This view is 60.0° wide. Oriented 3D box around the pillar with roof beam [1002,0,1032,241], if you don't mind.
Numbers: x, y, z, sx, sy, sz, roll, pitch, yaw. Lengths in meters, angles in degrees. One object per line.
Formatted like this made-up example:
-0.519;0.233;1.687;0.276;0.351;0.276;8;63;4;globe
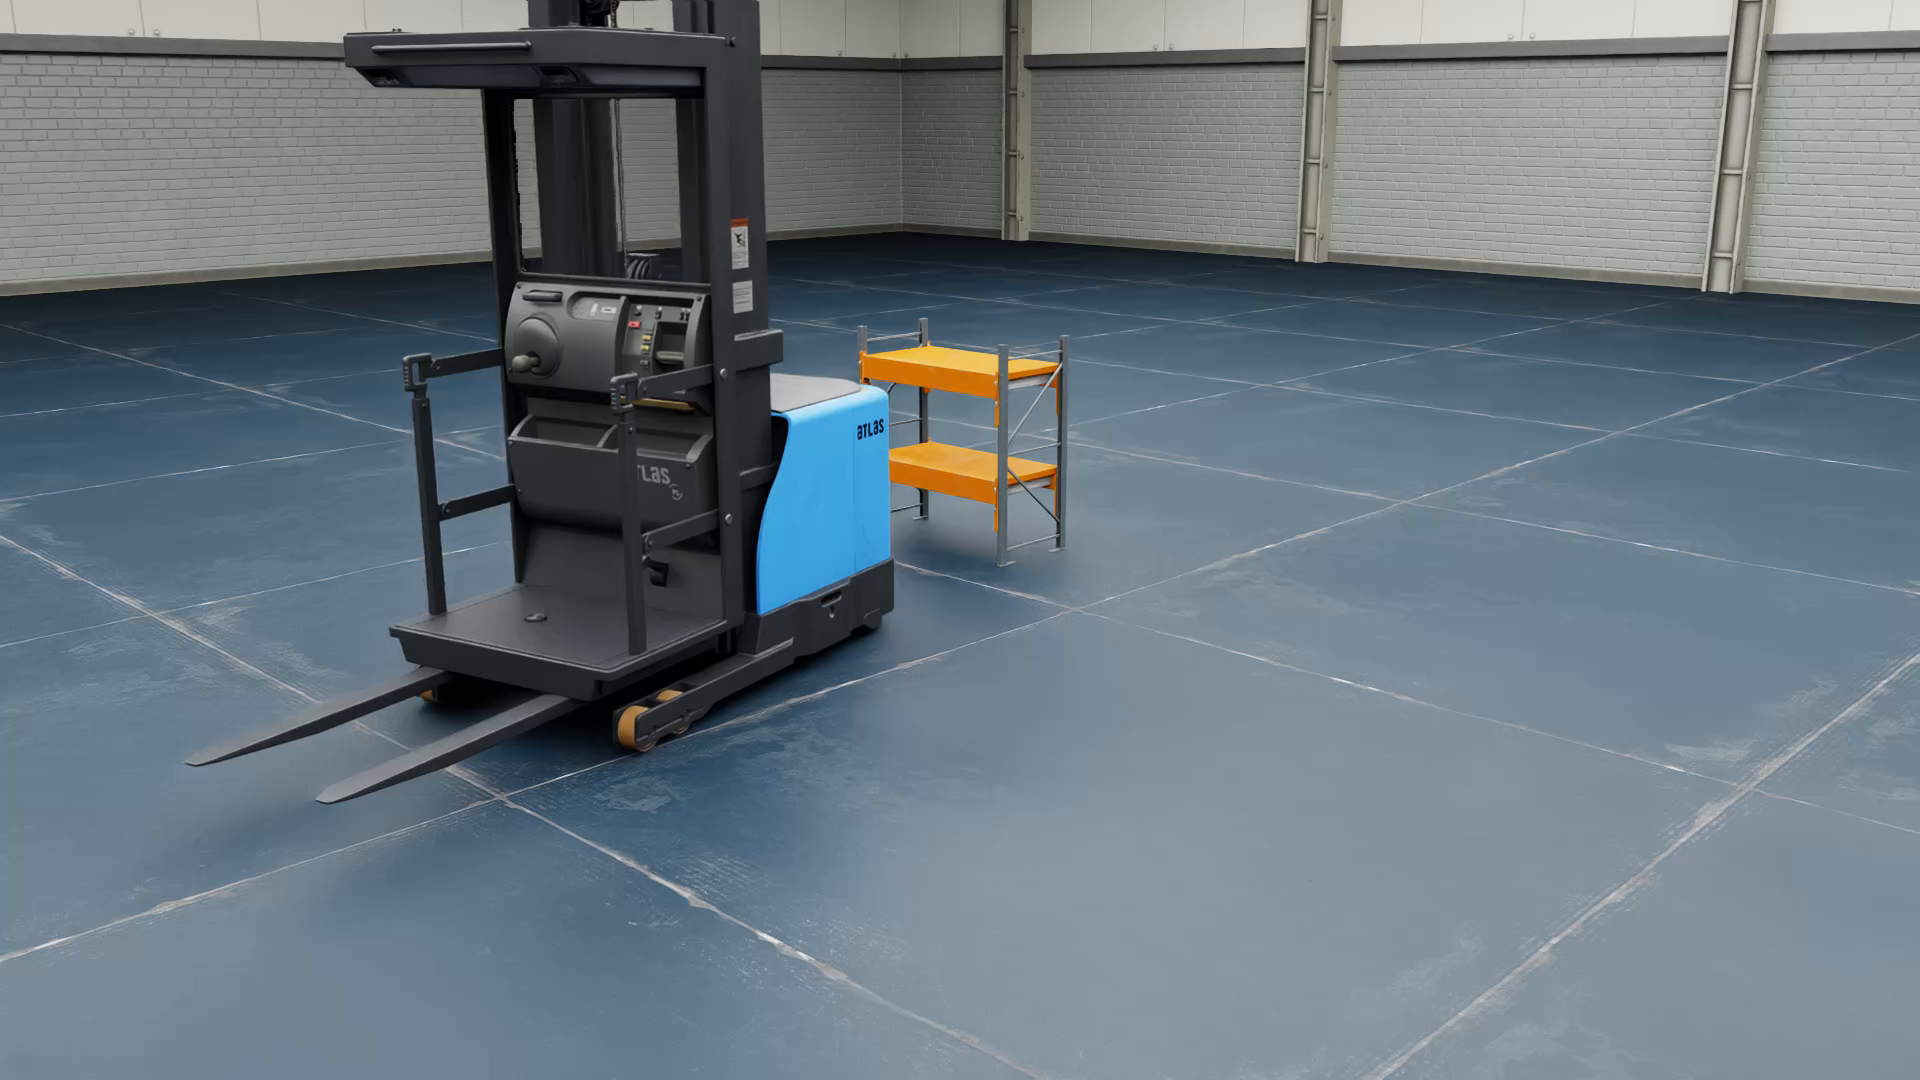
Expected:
-2.018;-8.813;24.909;0.400;9.000;9.100;14;20;42;pillar with roof beam

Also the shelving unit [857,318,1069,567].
0.005;-0.543;8.786;1.048;1.125;0.538;14;20;42;shelving unit

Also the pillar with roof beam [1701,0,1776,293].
6.621;-6.713;16.849;0.400;9.000;9.100;14;20;42;pillar with roof beam

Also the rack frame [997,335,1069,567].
0.371;-0.454;8.444;0.032;1.125;0.500;14;20;42;rack frame

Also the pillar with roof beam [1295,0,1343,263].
2.302;-7.763;20.879;0.400;9.000;9.100;14;20;42;pillar with roof beam

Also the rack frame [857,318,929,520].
-0.361;-0.632;9.127;0.032;1.125;0.500;14;20;42;rack frame

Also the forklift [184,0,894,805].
-1.454;-0.784;6.129;1.130;2.935;3.031;8;17;28;forklift

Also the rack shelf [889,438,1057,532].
0.005;-0.307;8.847;1.000;0.278;0.538;14;20;42;rack shelf

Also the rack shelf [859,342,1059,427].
0.005;-0.826;8.712;1.000;0.278;0.538;14;20;42;rack shelf
